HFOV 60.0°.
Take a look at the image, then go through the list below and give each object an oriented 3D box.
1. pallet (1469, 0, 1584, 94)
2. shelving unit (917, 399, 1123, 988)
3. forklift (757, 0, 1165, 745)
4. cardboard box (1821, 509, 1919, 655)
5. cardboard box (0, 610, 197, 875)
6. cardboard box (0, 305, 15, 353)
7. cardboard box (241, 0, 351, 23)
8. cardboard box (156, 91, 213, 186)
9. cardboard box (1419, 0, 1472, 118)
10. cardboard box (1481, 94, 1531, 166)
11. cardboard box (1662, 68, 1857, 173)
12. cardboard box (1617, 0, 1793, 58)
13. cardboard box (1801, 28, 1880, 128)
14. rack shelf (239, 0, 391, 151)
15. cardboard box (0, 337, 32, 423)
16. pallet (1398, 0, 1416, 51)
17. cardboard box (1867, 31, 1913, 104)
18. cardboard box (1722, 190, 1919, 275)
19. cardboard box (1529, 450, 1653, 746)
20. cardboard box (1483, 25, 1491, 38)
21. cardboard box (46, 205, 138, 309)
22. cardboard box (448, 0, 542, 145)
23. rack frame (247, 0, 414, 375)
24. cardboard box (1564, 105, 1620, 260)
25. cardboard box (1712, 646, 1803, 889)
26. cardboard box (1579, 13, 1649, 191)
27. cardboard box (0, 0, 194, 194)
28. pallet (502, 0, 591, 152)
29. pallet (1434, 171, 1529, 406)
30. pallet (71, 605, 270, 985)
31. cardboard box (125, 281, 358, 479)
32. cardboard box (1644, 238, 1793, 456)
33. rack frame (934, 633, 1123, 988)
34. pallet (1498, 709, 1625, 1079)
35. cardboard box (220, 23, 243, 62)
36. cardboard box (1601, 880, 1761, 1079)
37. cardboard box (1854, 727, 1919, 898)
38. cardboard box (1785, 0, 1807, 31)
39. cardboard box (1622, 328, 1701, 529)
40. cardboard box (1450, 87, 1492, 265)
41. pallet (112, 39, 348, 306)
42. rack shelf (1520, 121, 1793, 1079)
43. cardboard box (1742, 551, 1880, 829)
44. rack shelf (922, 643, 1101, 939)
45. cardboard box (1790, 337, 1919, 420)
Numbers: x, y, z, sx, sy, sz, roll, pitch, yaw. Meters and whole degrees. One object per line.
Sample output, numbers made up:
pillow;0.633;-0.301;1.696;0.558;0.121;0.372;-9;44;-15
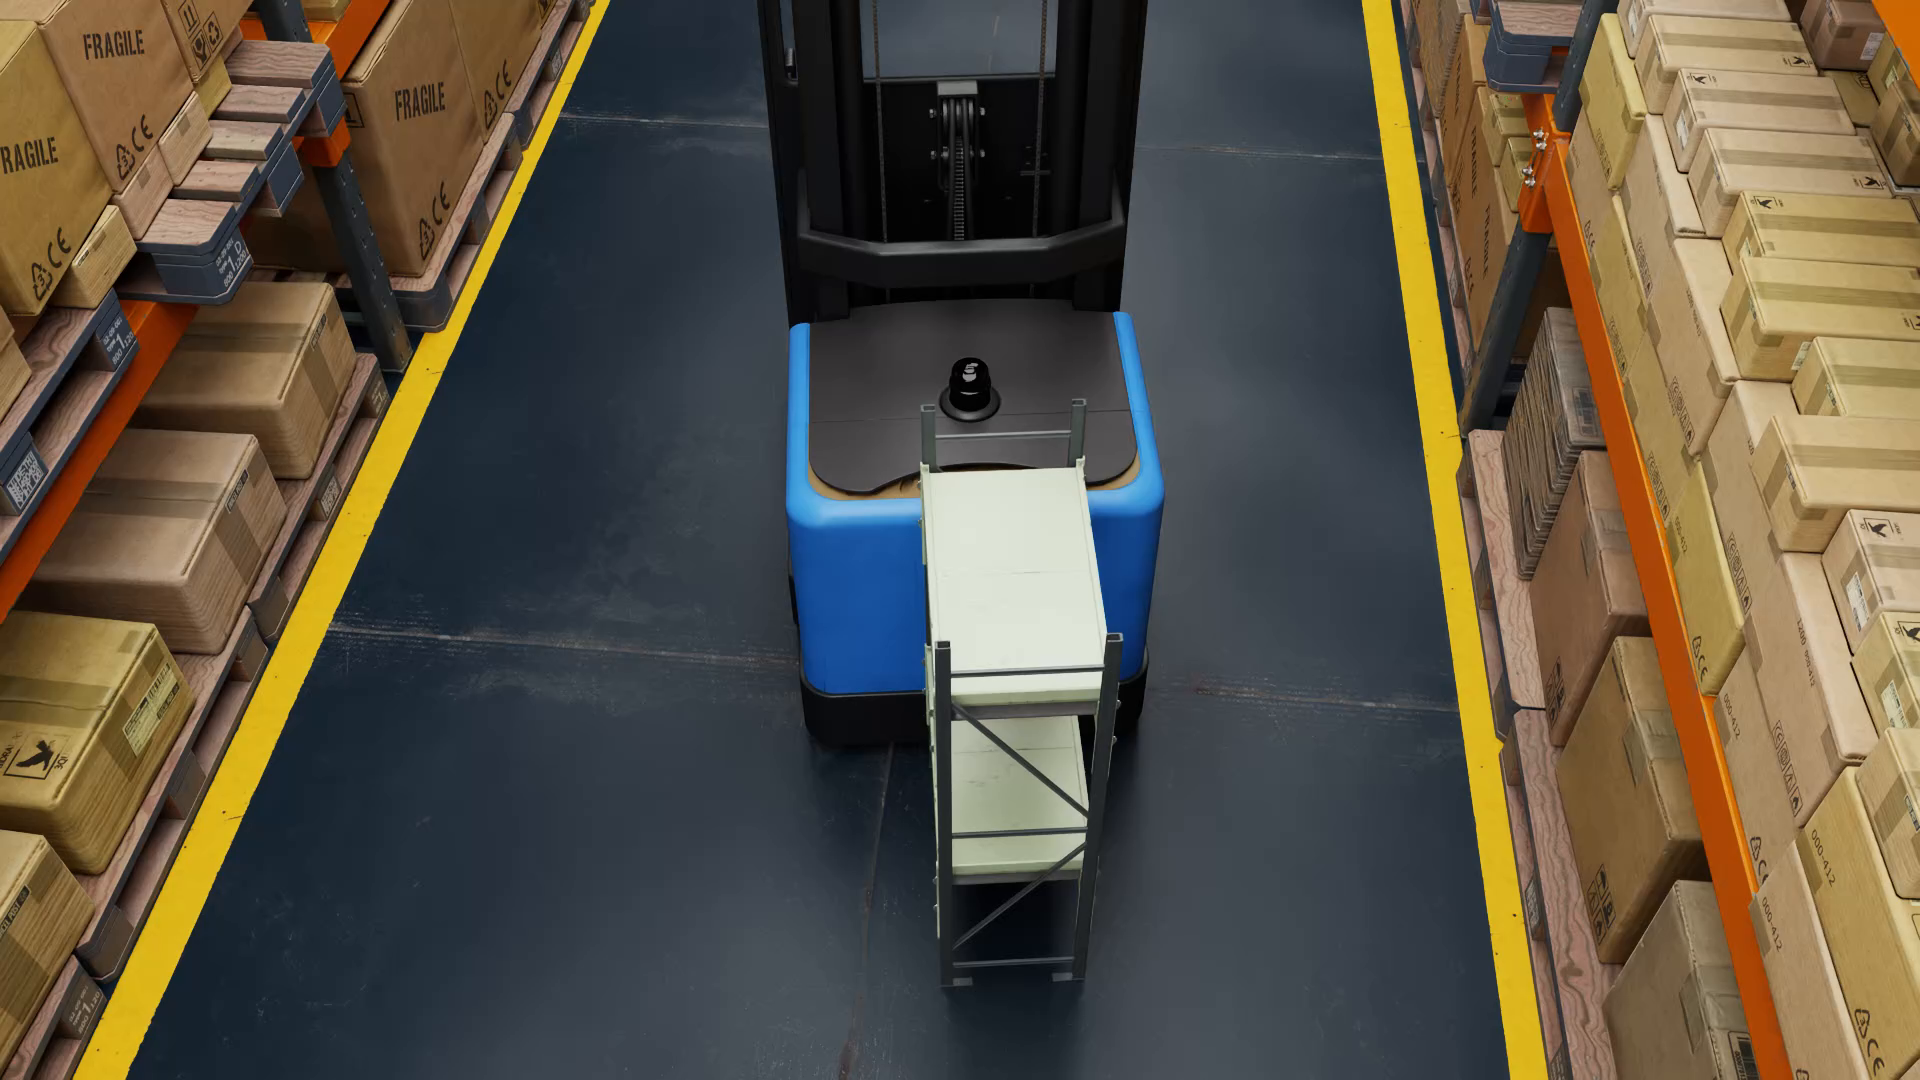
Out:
pallet;2.328;-1.826;5.517;1.213;0.211;1.003;4;48;4
shelving unit;0.126;0.450;4.322;0.431;1.500;0.755;-2;48;-2
forklift;-0.035;-1.448;5.088;1.130;2.935;3.031;-2;48;-2
cardboard box;1.869;0.092;3.126;0.380;0.149;0.250;4;48;4
cardboard box;-2.803;0.541;4.719;0.950;0.372;0.625;5;48;5
cardboard box;-2.504;-0.489;3.611;0.500;0.500;0.500;2;48;2
cardboard box;-2.312;-2.011;5.658;0.500;0.250;0.500;3;48;3
cardboard box;-2.334;-1.129;4.635;0.380;0.149;0.250;4;48;3
cardboard box;2.290;-2.146;7.089;0.500;0.500;0.500;2;48;2
cardboard box;2.123;-1.487;6.047;0.380;0.149;0.250;2;48;2
cardboard box;1.993;-1.039;4.160;0.380;0.149;0.250;5;48;5
cardboard box;2.014;-1.426;4.514;0.380;0.149;0.250;5;48;5
cardboard box;2.572;-1.157;4.538;0.500;0.250;0.500;5;48;4
rack shelf;-2.425;-2.946;6.899;1.077;0.370;4.000;4;48;4
cardboard box;-2.465;-0.375;3.946;0.380;0.149;0.250;2;48;2
pallet;2.664;-2.785;8.155;1.003;0.211;1.213;4;48;4
cardboard box;2.595;-1.188;4.296;0.380;0.149;0.250;5;48;5
cardboard box;1.988;-0.659;3.813;0.380;0.149;0.250;4;48;4
cardboard box;2.214;0.210;4.850;0.875;0.625;0.625;5;48;5
cardboard box;2.282;-2.052;6.564;0.380;0.149;0.250;3;48;3
cardboard box;-2.376;-0.741;4.281;0.380;0.149;0.250;5;48;4
cardboard box;-2.376;-2.300;6.977;0.875;0.875;0.875;4;48;4
rack frame;-2.607;-1.719;5.289;1.000;3.000;0.127;4;48;4
cardboard box;2.052;-1.027;4.758;0.500;0.250;0.500;4;48;4
cardboard box;1.873;0.482;3.378;0.500;0.250;0.500;4;48;4
cardboard box;2.027;-1.198;4.576;0.500;0.250;0.500;4;48;3
cardboard box;-2.408;-1.261;4.317;0.500;0.500;0.500;3;48;3
pallet;-2.347;-2.246;7.661;1.003;0.211;1.213;4;48;4
pallet;2.442;-0.993;6.515;1.003;0.211;1.213;4;48;4
pallet;-2.794;0.691;4.975;1.003;0.211;1.213;4;48;4
cardboard box;-2.669;-0.559;5.725;0.950;0.372;0.625;1;48;1
cardboard box;1.940;-0.445;3.887;0.500;0.250;0.500;3;48;3
rack frame;0.146;0.720;4.075;0.400;1.500;0.023;-2;48;-2
pallet;2.108;1.050;4.647;1.003;0.211;1.213;4;48;4
cardboard box;-2.403;-1.519;4.992;0.380;0.149;0.250;5;48;5
cardboard box;2.086;1.258;3.892;0.875;0.625;0.625;3;48;3
cardboard box;1.754;0.464;2.786;0.380;0.149;0.250;3;48;2
cardboard box;2.539;-1.931;5.131;0.500;0.500;0.500;6;48;5
cardboard box;1.962;-0.279;4.074;0.500;0.250;0.500;2;48;2
cardboard box;2.217;-1.378;6.387;0.500;0.500;0.500;3;48;3
pallet;-2.566;-1.123;4.874;1.213;0.211;1.003;4;48;4
rack shelf;2.154;0.325;3.908;1.077;0.370;4.000;4;48;4
cardboard box;1.854;0.302;3.204;0.500;0.250;0.500;5;48;4
rack shelf;0.126;0.670;4.562;0.431;0.370;0.720;-2;48;-2
cardboard box;1.979;-0.279;3.465;0.380;0.149;0.250;4;48;4
